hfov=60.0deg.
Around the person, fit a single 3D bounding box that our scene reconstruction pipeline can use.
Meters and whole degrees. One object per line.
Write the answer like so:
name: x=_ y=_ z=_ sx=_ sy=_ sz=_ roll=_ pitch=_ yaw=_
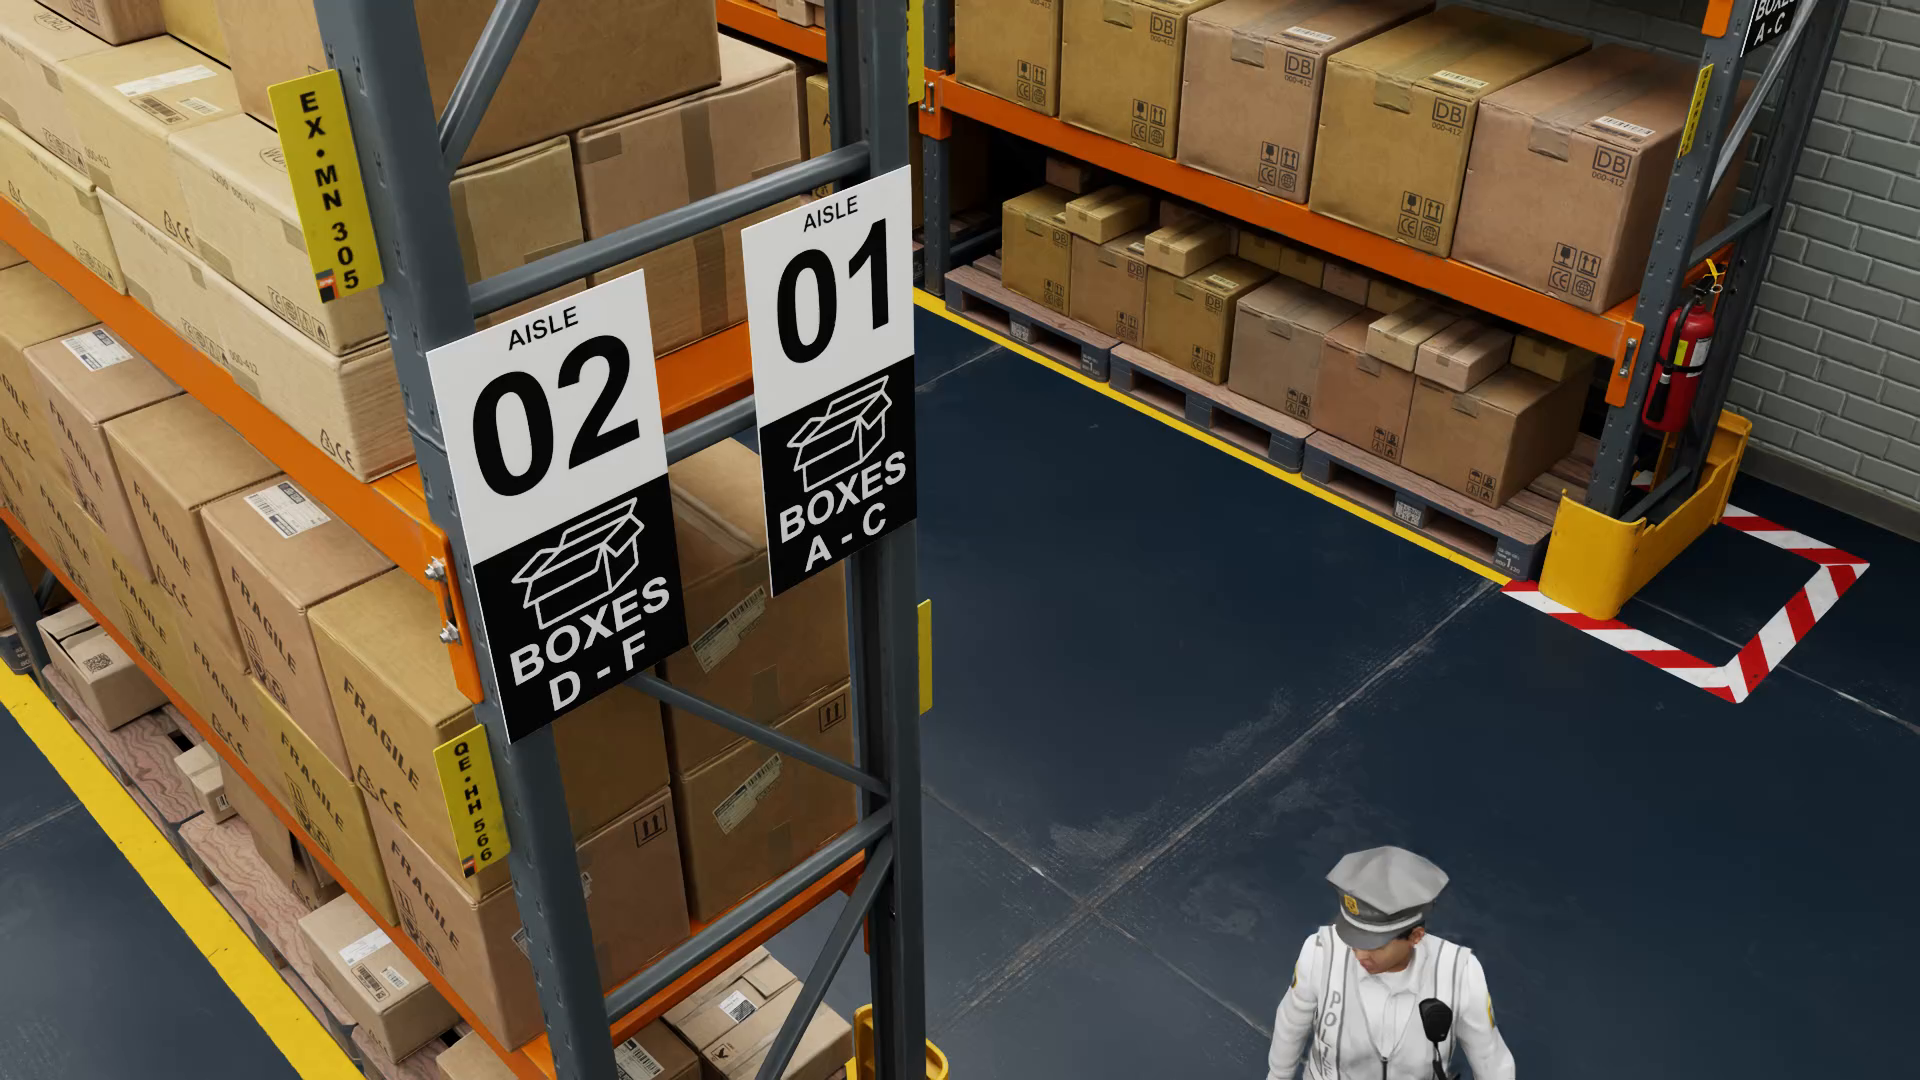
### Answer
person: x=1.069 y=1.464 z=4.085 sx=0.595 sy=1.624 sz=0.902 roll=3 pitch=36 yaw=4
